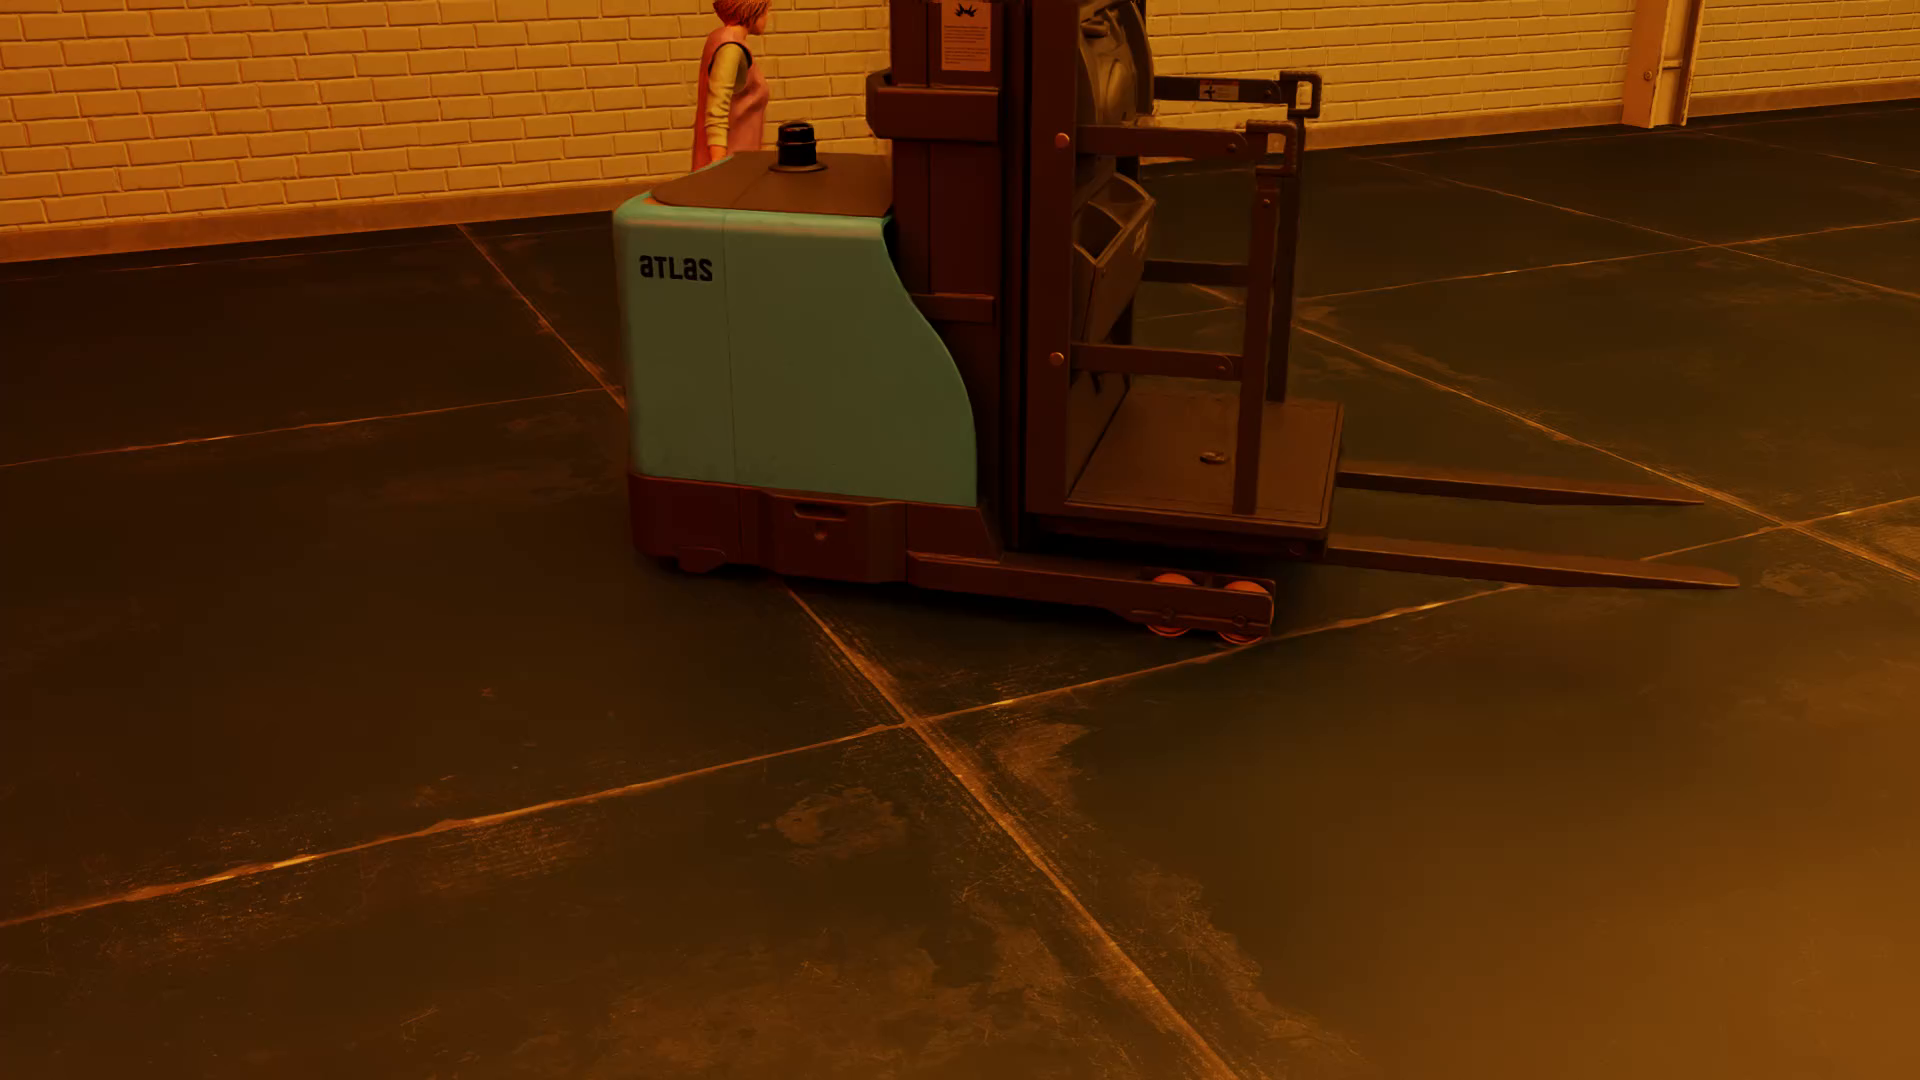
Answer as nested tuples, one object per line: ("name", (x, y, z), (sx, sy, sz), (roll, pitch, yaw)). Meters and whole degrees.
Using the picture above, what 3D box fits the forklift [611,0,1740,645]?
("forklift", (0.609, -1.300, 4.416), (3.031, 2.935, 1.130), (6, 23, 13))

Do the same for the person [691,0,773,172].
("person", (-0.883, -1.351, 6.353), (0.399, 1.568, 0.731), (-4, 23, -10))
